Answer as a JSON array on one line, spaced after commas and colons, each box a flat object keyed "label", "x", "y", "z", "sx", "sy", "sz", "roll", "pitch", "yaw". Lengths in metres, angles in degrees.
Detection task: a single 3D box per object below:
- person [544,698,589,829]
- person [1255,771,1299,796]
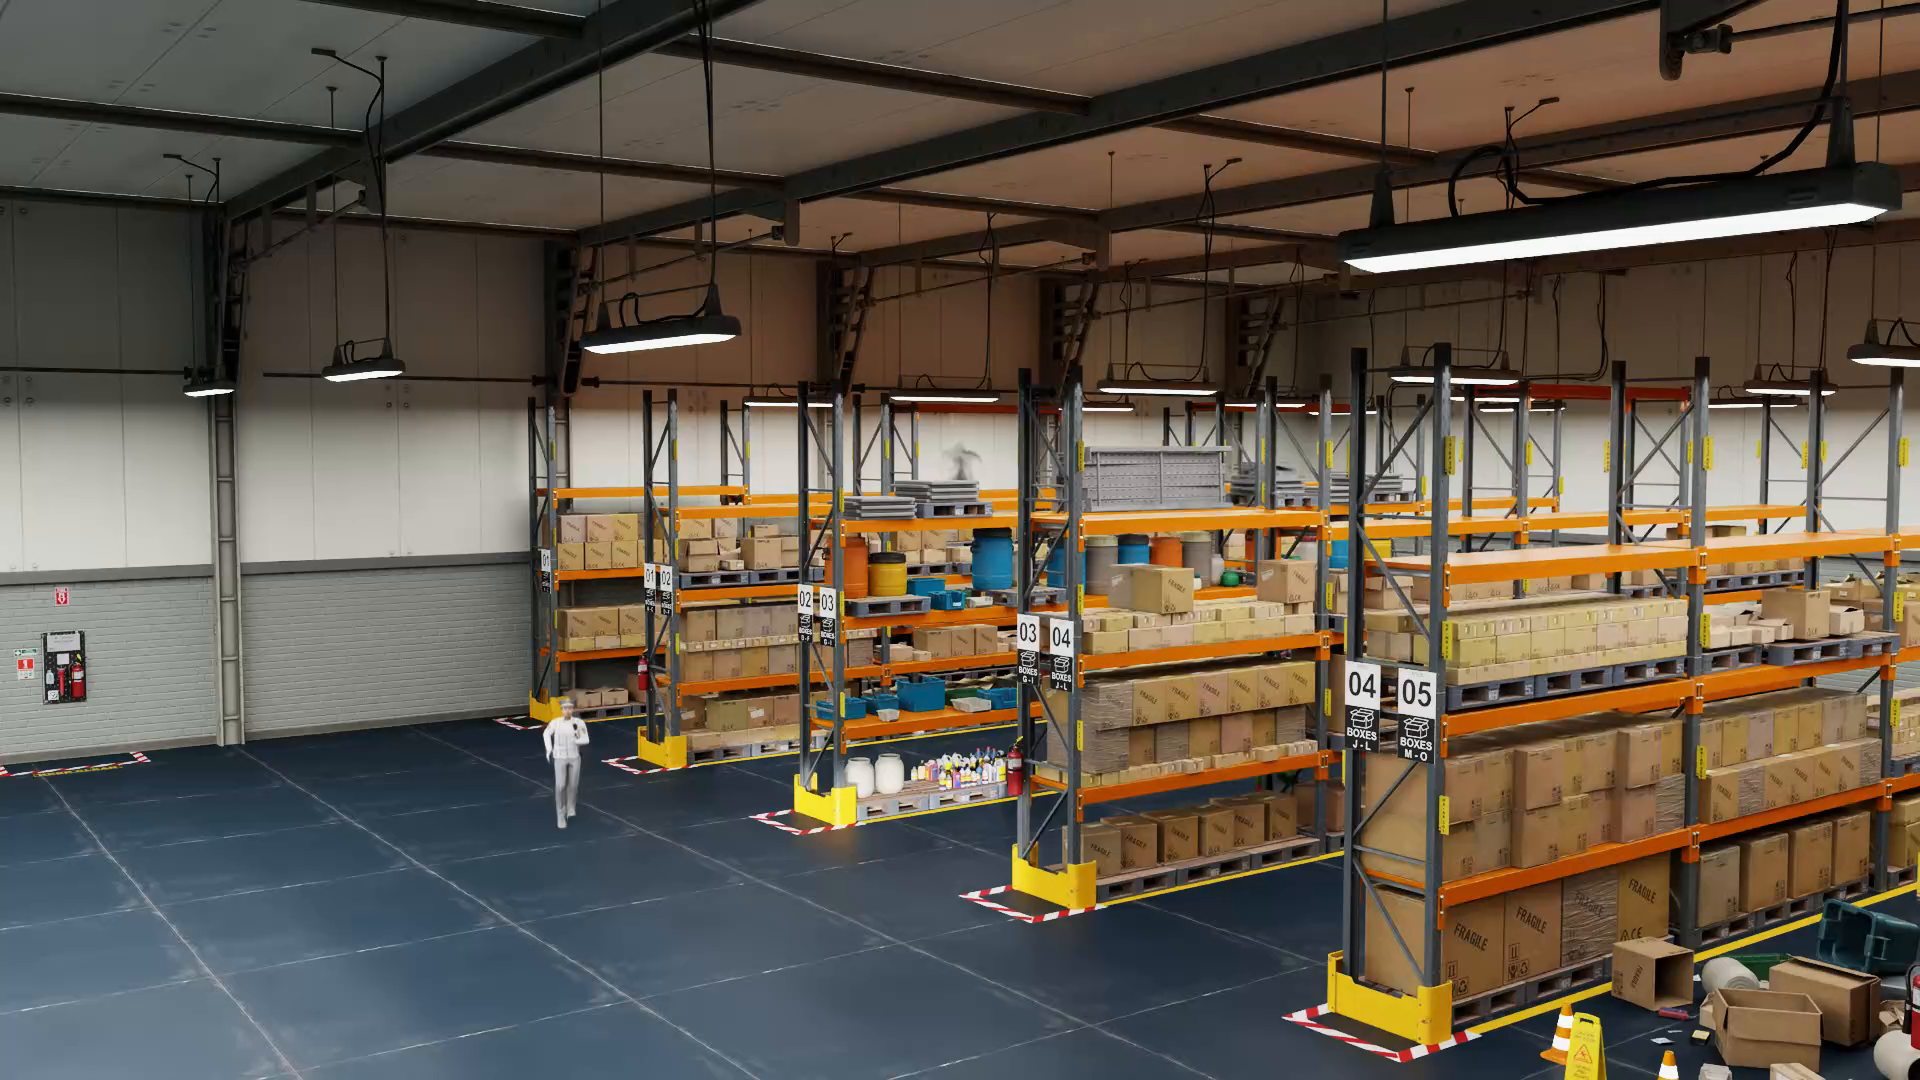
[{"label": "person", "x": -5.303, "y": 2.993, "z": 22.462, "sx": 0.578, "sy": 1.753, "sz": 0.747, "roll": -1, "pitch": 4, "yaw": -17}, {"label": "person", "x": 4.375, "y": 2.886, "z": 23.269, "sx": 0.940, "sy": 1.768, "sz": 0.665, "roll": -3, "pitch": 4, "yaw": -38}]
